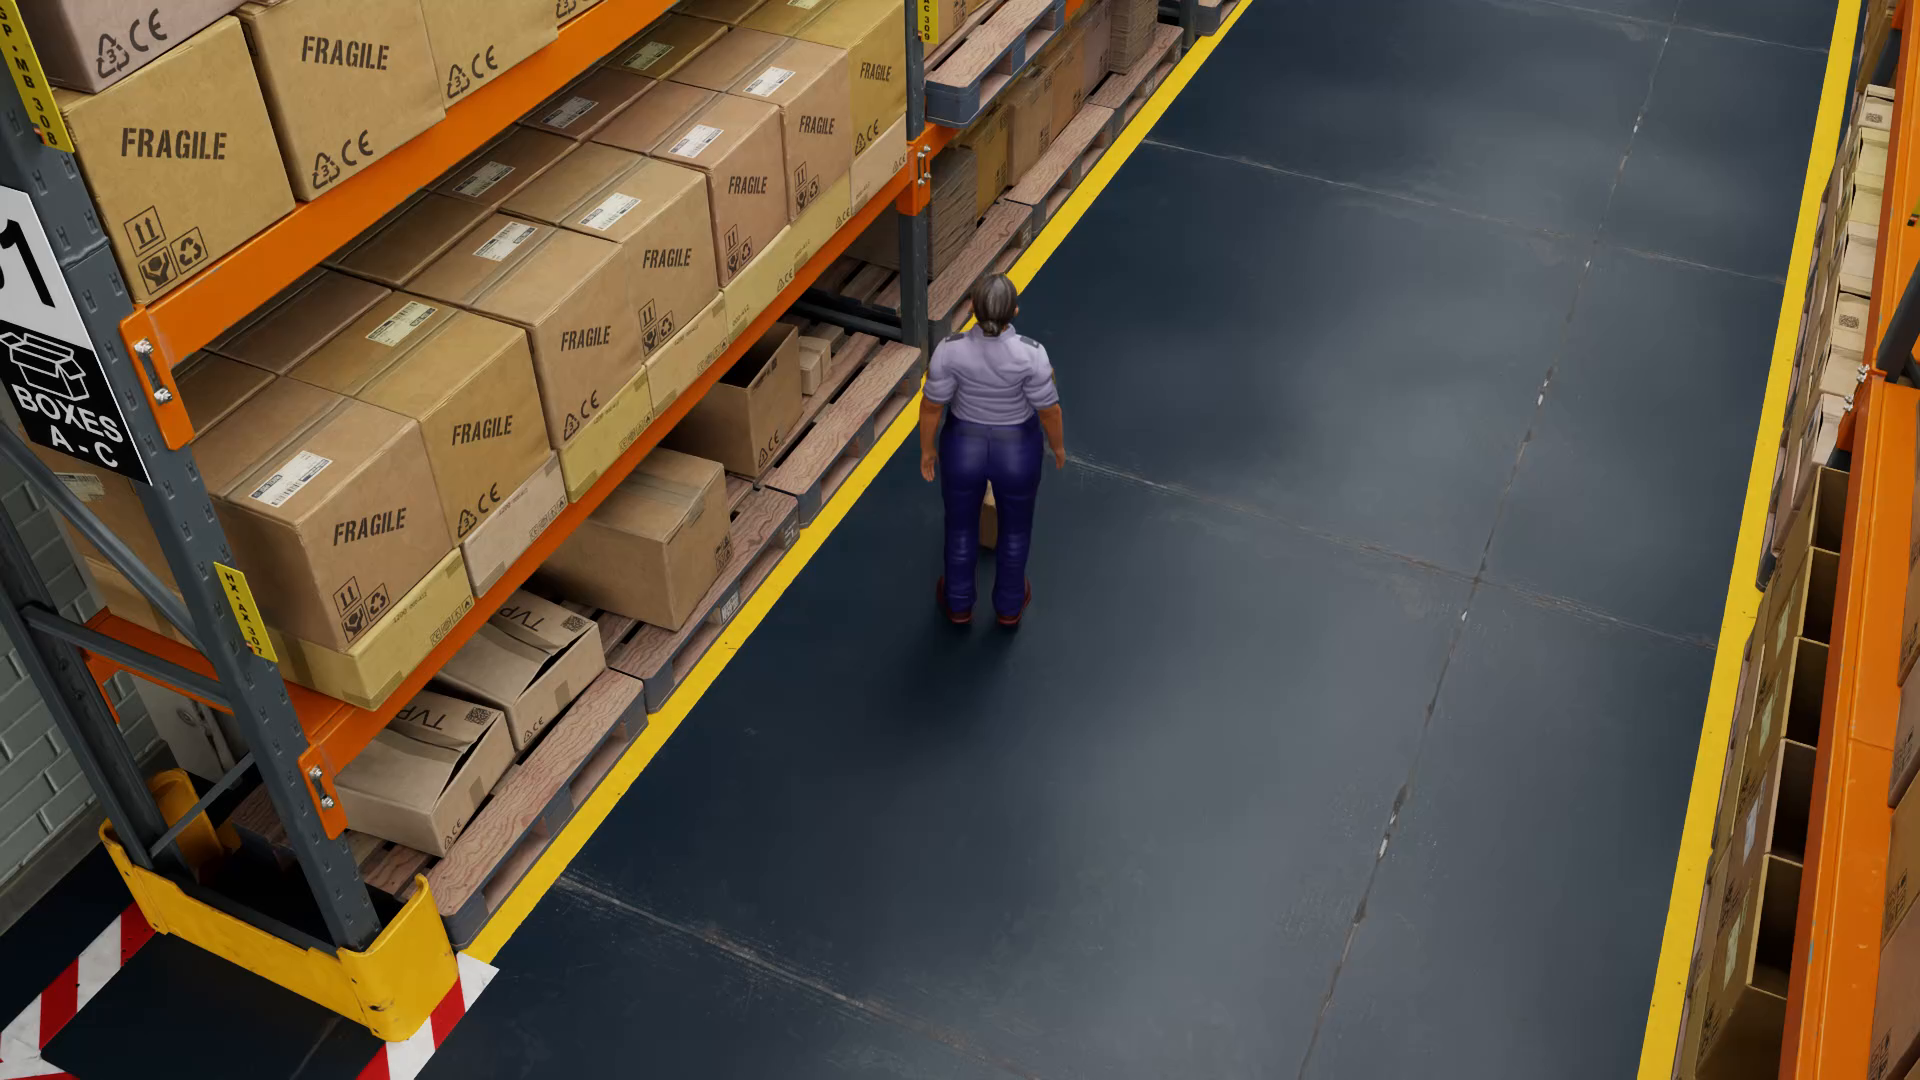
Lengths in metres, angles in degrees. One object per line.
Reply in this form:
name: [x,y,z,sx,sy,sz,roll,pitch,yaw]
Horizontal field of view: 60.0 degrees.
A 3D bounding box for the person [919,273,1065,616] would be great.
person: [0.129,-0.360,6.503,0.566,1.570,0.349,5,42,5]
